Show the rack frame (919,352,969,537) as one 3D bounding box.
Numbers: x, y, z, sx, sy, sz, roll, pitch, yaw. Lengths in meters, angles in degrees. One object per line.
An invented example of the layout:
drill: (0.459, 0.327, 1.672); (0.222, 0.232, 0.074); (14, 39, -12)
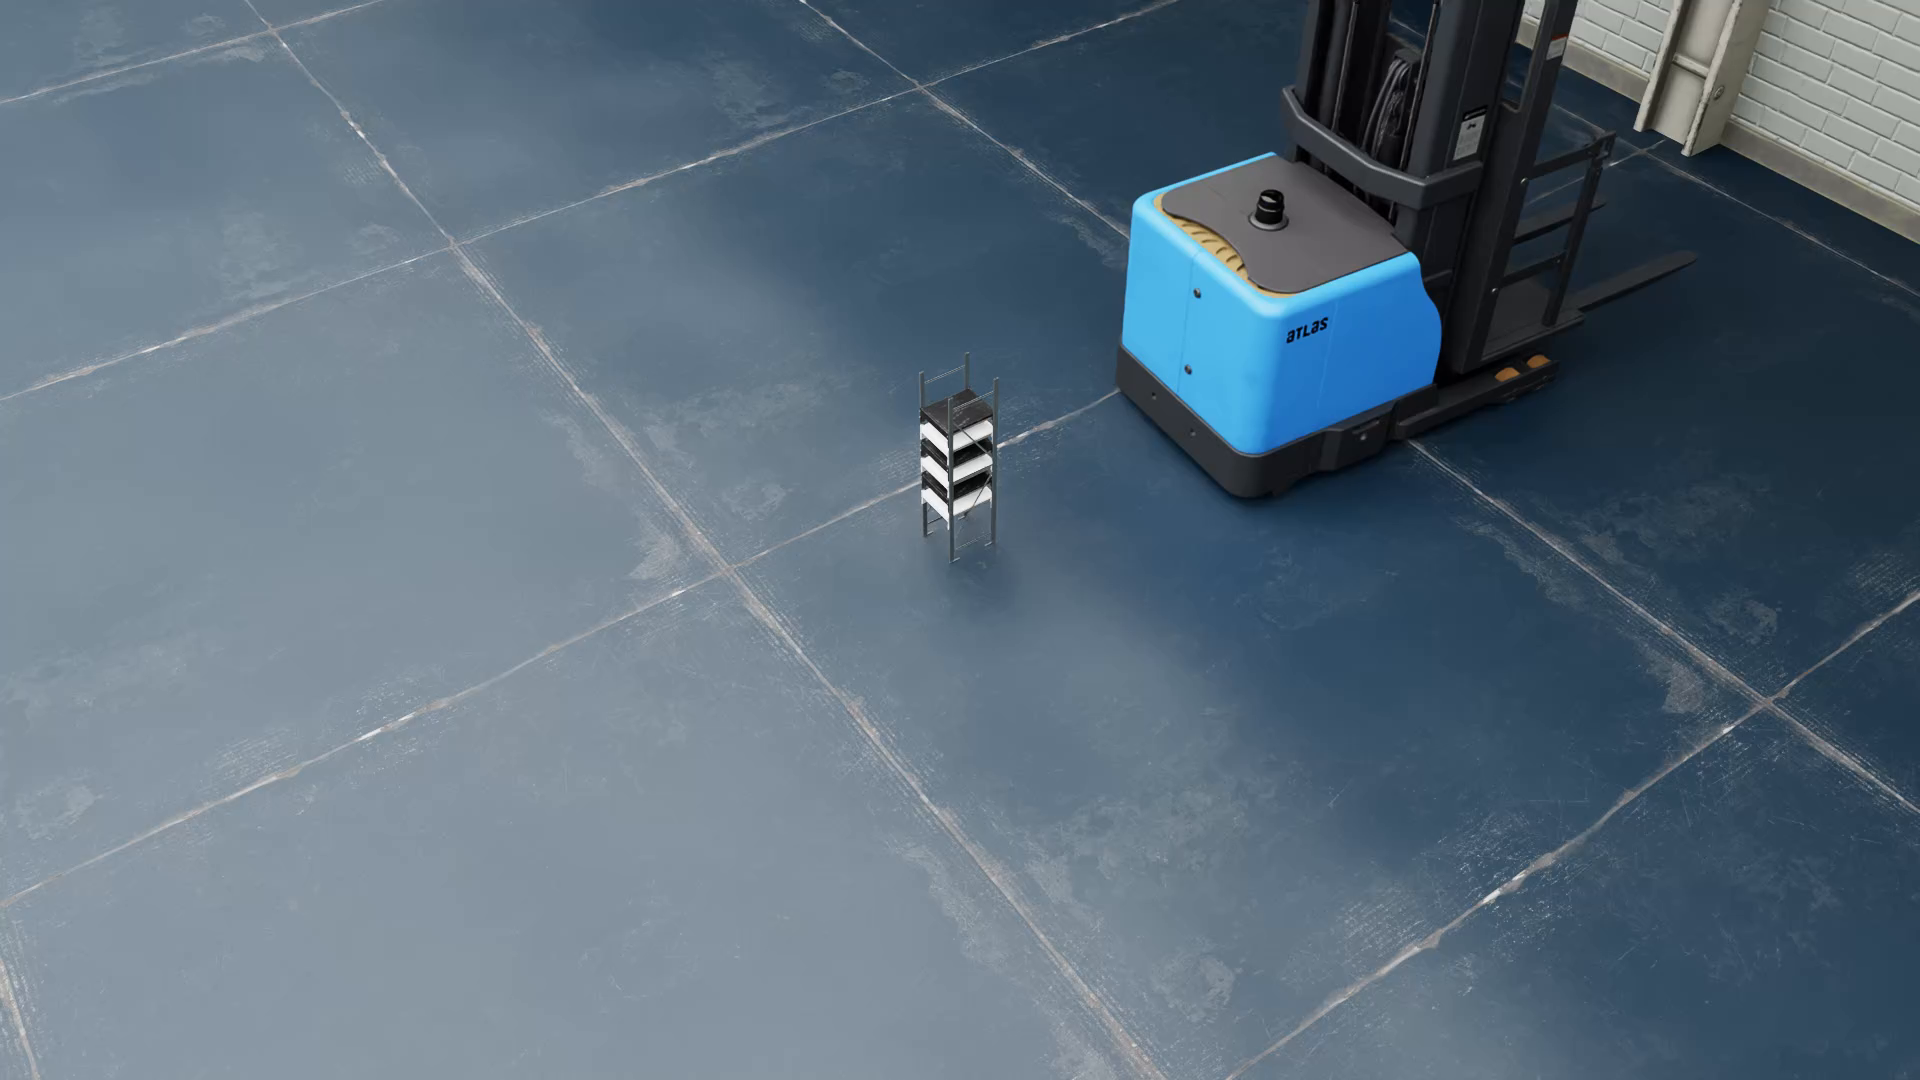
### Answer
rack frame: (-0.063, -0.388, 6.995); (0.240, 0.900, 0.006); (-26, 49, -24)

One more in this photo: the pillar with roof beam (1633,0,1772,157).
pillar with roof beam: (0.664, -3.925, 4.835); (9.100, 9.000, 0.400); (-26, 49, -24)

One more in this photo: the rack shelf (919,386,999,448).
rack shelf: (-0.005, -0.501, 6.772); (0.258, 0.077, 0.200); (-26, 49, -24)

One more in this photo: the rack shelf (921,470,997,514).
rack shelf: (-0.005, -0.241, 7.020); (0.258, 0.077, 0.200); (-26, 49, -24)

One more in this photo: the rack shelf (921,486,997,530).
rack shelf: (-0.005, -0.176, 7.082); (0.258, 0.077, 0.200); (-26, 49, -24)

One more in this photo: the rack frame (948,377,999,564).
rack frame: (0.054, -0.273, 6.875); (0.240, 0.900, 0.006); (-26, 49, -24)

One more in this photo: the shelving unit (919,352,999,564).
shelving unit: (-0.005, -0.330, 6.935); (0.258, 0.900, 0.210); (-26, 49, -24)

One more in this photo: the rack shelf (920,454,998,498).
rack shelf: (-0.005, -0.306, 6.958); (0.258, 0.077, 0.200); (-26, 49, -24)

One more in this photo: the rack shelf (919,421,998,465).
rack shelf: (-0.005, -0.436, 6.834); (0.258, 0.077, 0.200); (-26, 49, -24)

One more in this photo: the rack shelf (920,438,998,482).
rack shelf: (-0.005, -0.371, 6.896); (0.258, 0.077, 0.200); (-26, 49, -24)

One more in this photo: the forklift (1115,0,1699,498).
forklift: (2.273, -2.008, 7.222); (3.031, 2.935, 1.130); (-22, 48, -21)
